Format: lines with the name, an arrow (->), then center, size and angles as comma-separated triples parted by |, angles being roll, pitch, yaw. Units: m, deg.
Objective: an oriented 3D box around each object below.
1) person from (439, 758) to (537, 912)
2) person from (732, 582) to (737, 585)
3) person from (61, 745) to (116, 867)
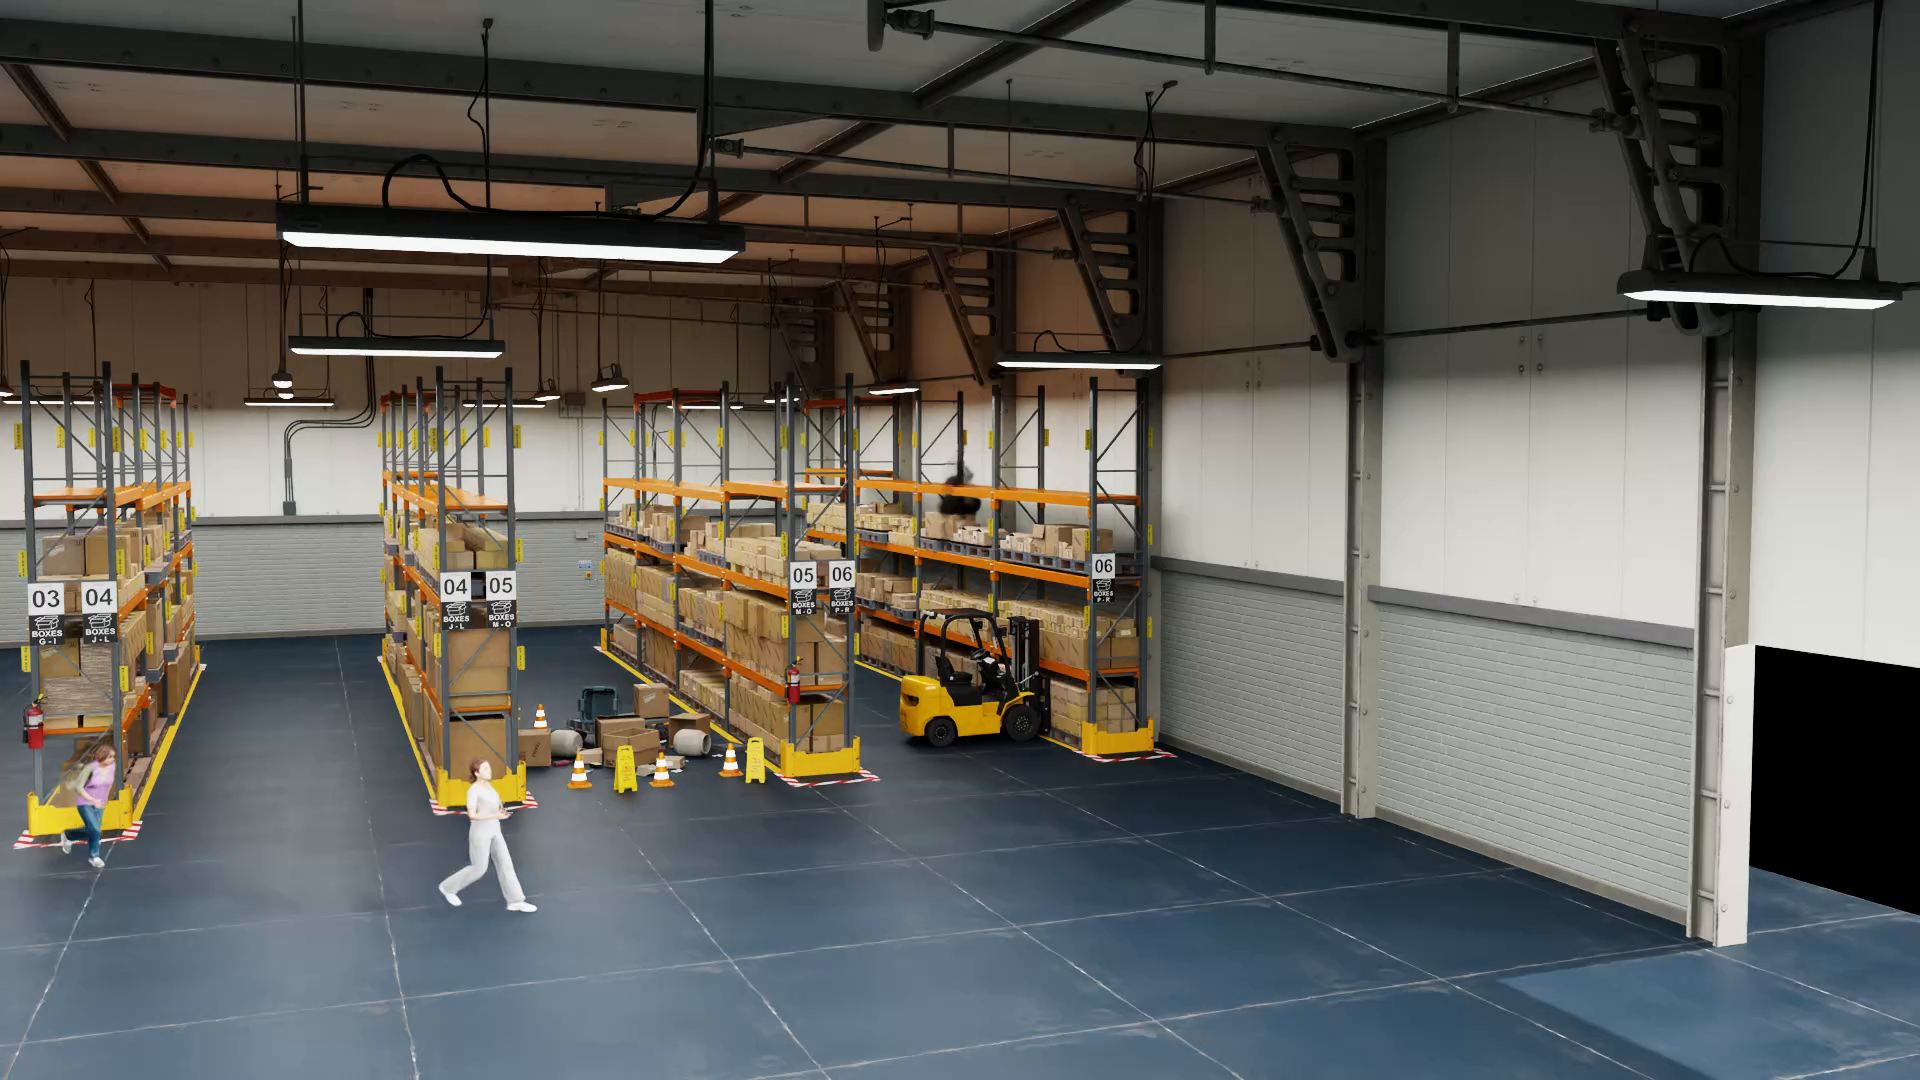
person -> -4.974, 3.095, 17.492 | 1.053, 1.626, 0.581 | 1, 4, 12
person -> -5.220, 1.839, 38.055 | 0.674, 1.746, 0.817 | -2, 4, -31
person -> -10.248, 3.115, 19.580 | 0.862, 1.456, 0.528 | 2, 4, 24
